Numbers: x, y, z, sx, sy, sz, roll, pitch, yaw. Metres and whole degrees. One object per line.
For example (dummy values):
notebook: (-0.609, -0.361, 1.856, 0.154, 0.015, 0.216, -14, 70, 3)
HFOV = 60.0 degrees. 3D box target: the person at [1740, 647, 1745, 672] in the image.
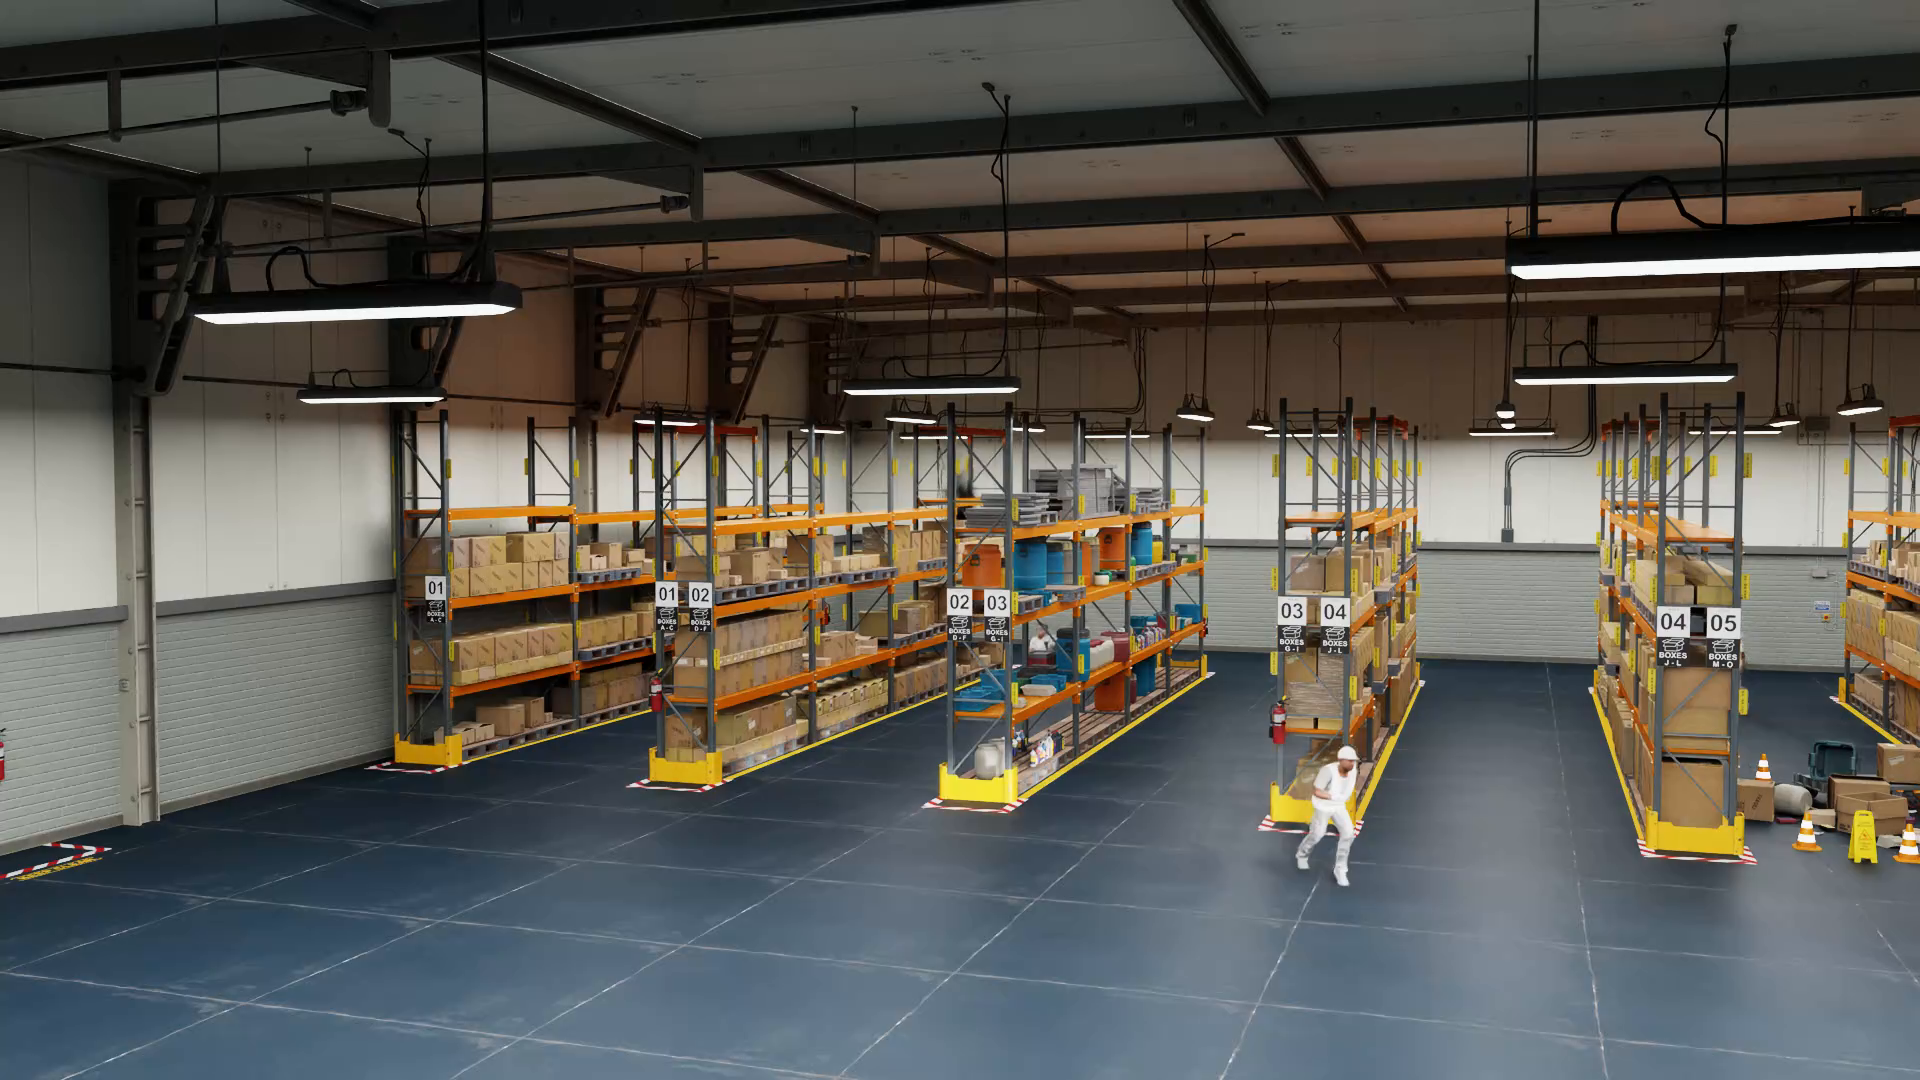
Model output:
person: (16.105, 2.703, 34.906, 0.615, 1.645, 0.644, 0, 2, 5)

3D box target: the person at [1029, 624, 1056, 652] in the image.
person: (1.743, 2.629, 34.773, 0.673, 1.804, 0.970, 1, 3, 25)

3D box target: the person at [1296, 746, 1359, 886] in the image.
person: (4.483, 3.320, 20.243, 0.728, 1.725, 1.024, -1, 3, -28)
